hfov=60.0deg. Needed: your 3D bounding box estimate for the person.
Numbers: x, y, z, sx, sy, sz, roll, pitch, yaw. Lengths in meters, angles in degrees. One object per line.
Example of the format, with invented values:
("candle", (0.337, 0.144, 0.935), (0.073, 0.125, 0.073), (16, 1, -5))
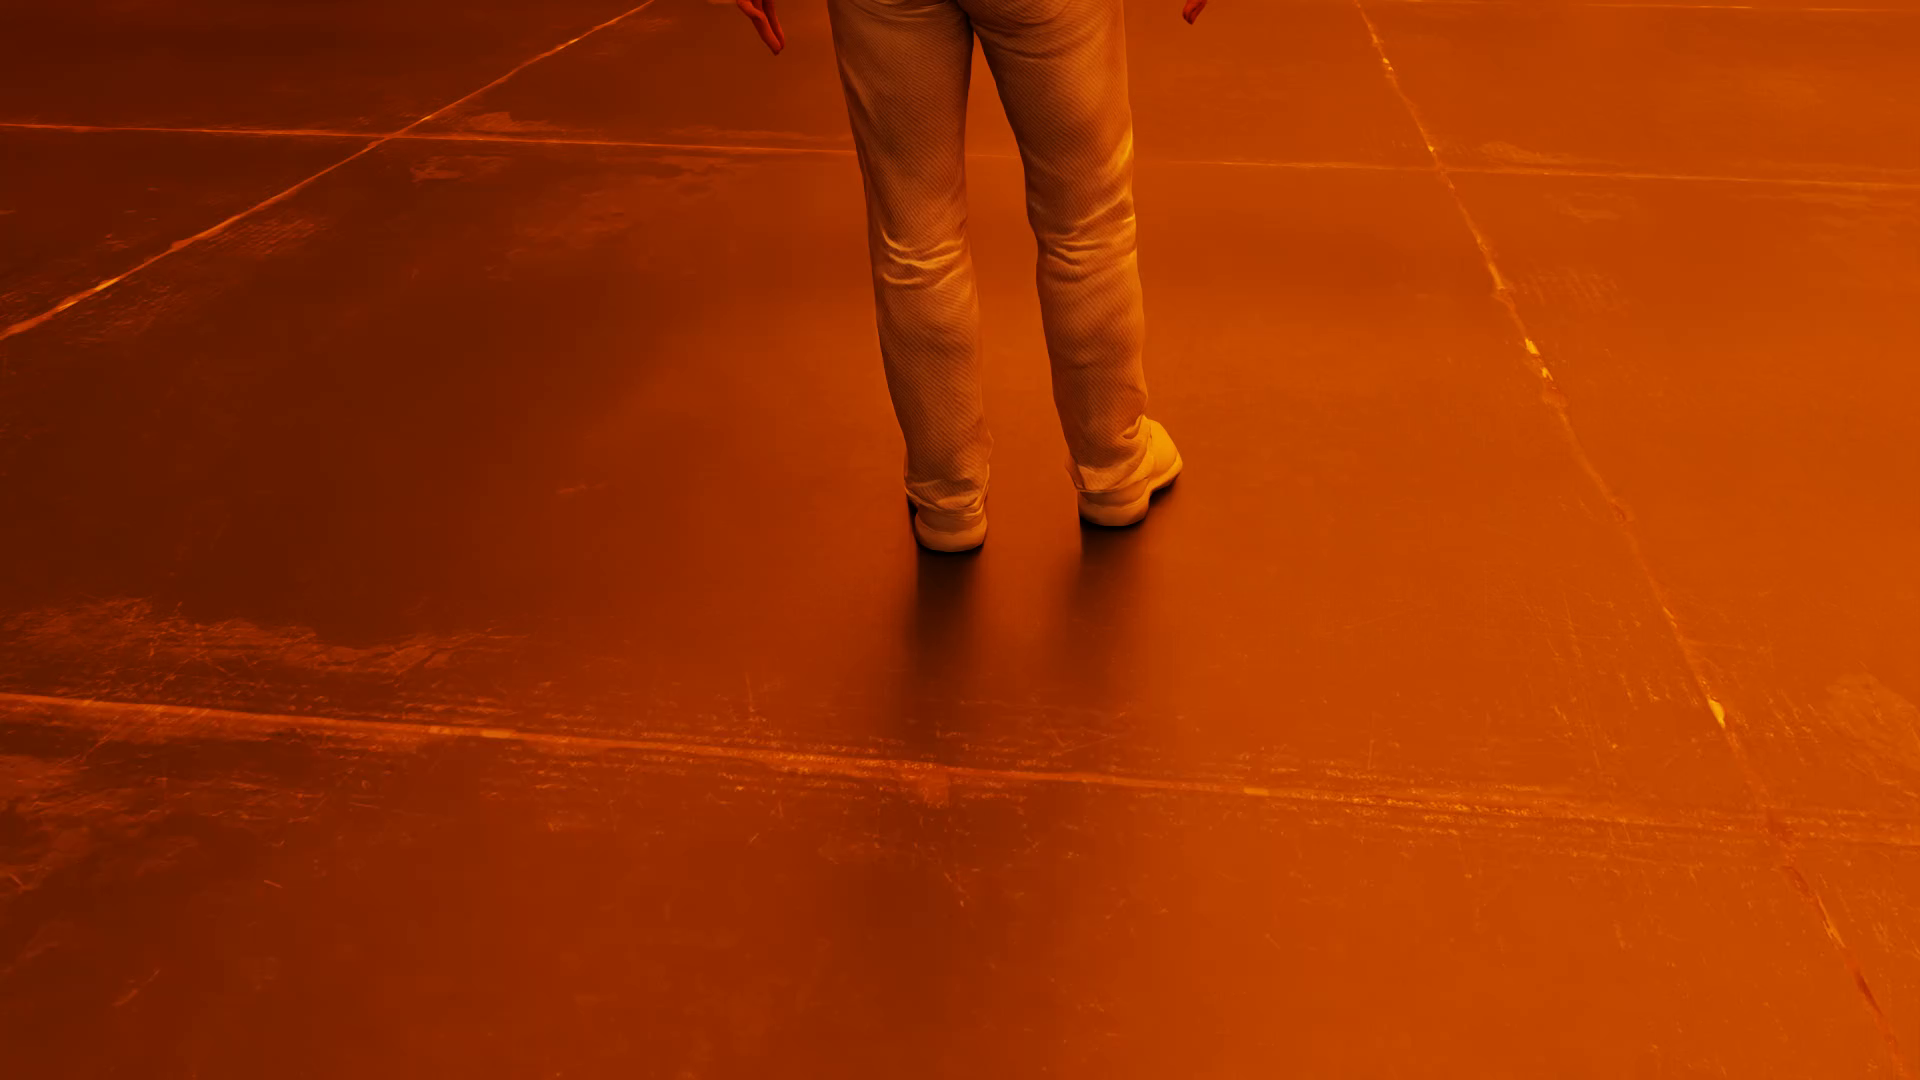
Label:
("person", (0.015, -0.827, 2.163), (0.665, 1.765, 0.577), (3, 27, 7))
